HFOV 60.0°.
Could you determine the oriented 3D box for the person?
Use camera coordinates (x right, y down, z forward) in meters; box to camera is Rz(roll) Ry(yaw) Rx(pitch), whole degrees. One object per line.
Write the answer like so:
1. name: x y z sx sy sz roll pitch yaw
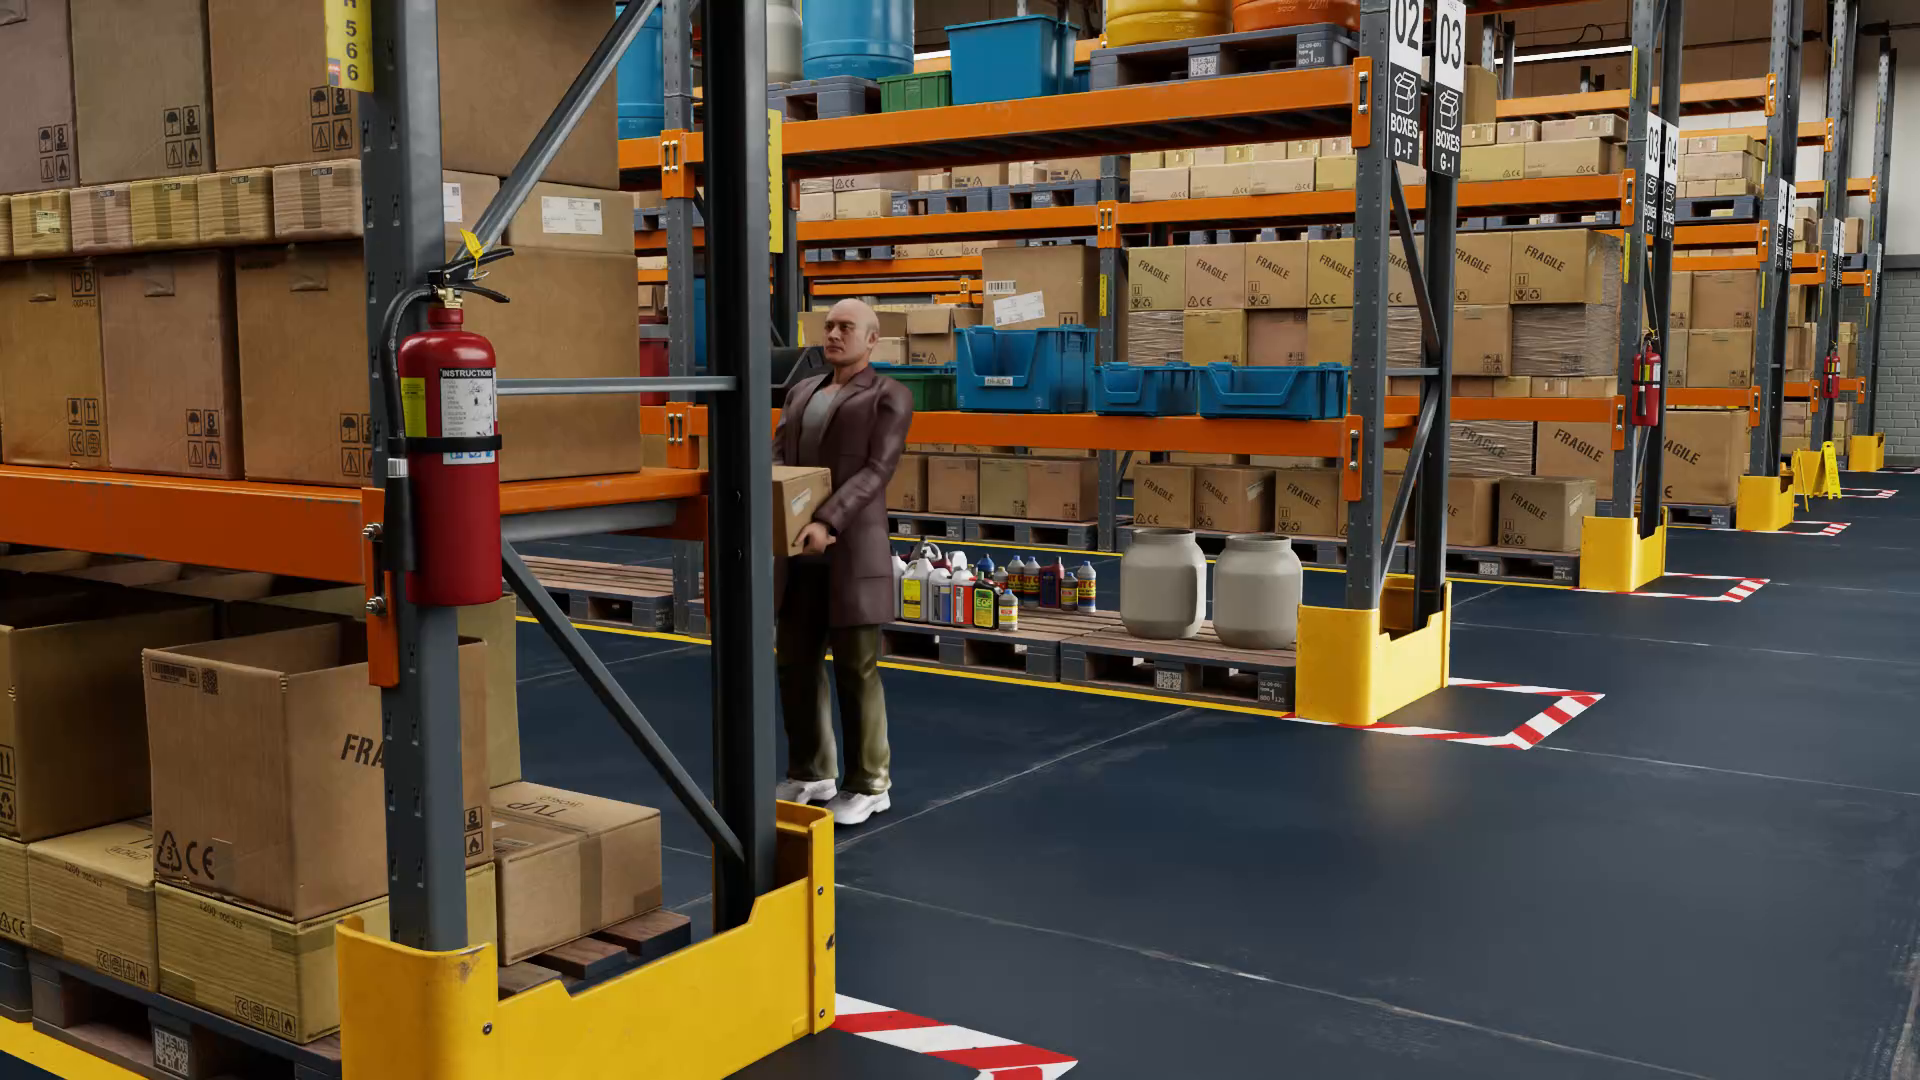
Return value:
1. person: -0.480 0.070 5.631 0.530 1.769 0.554 4 7 34
